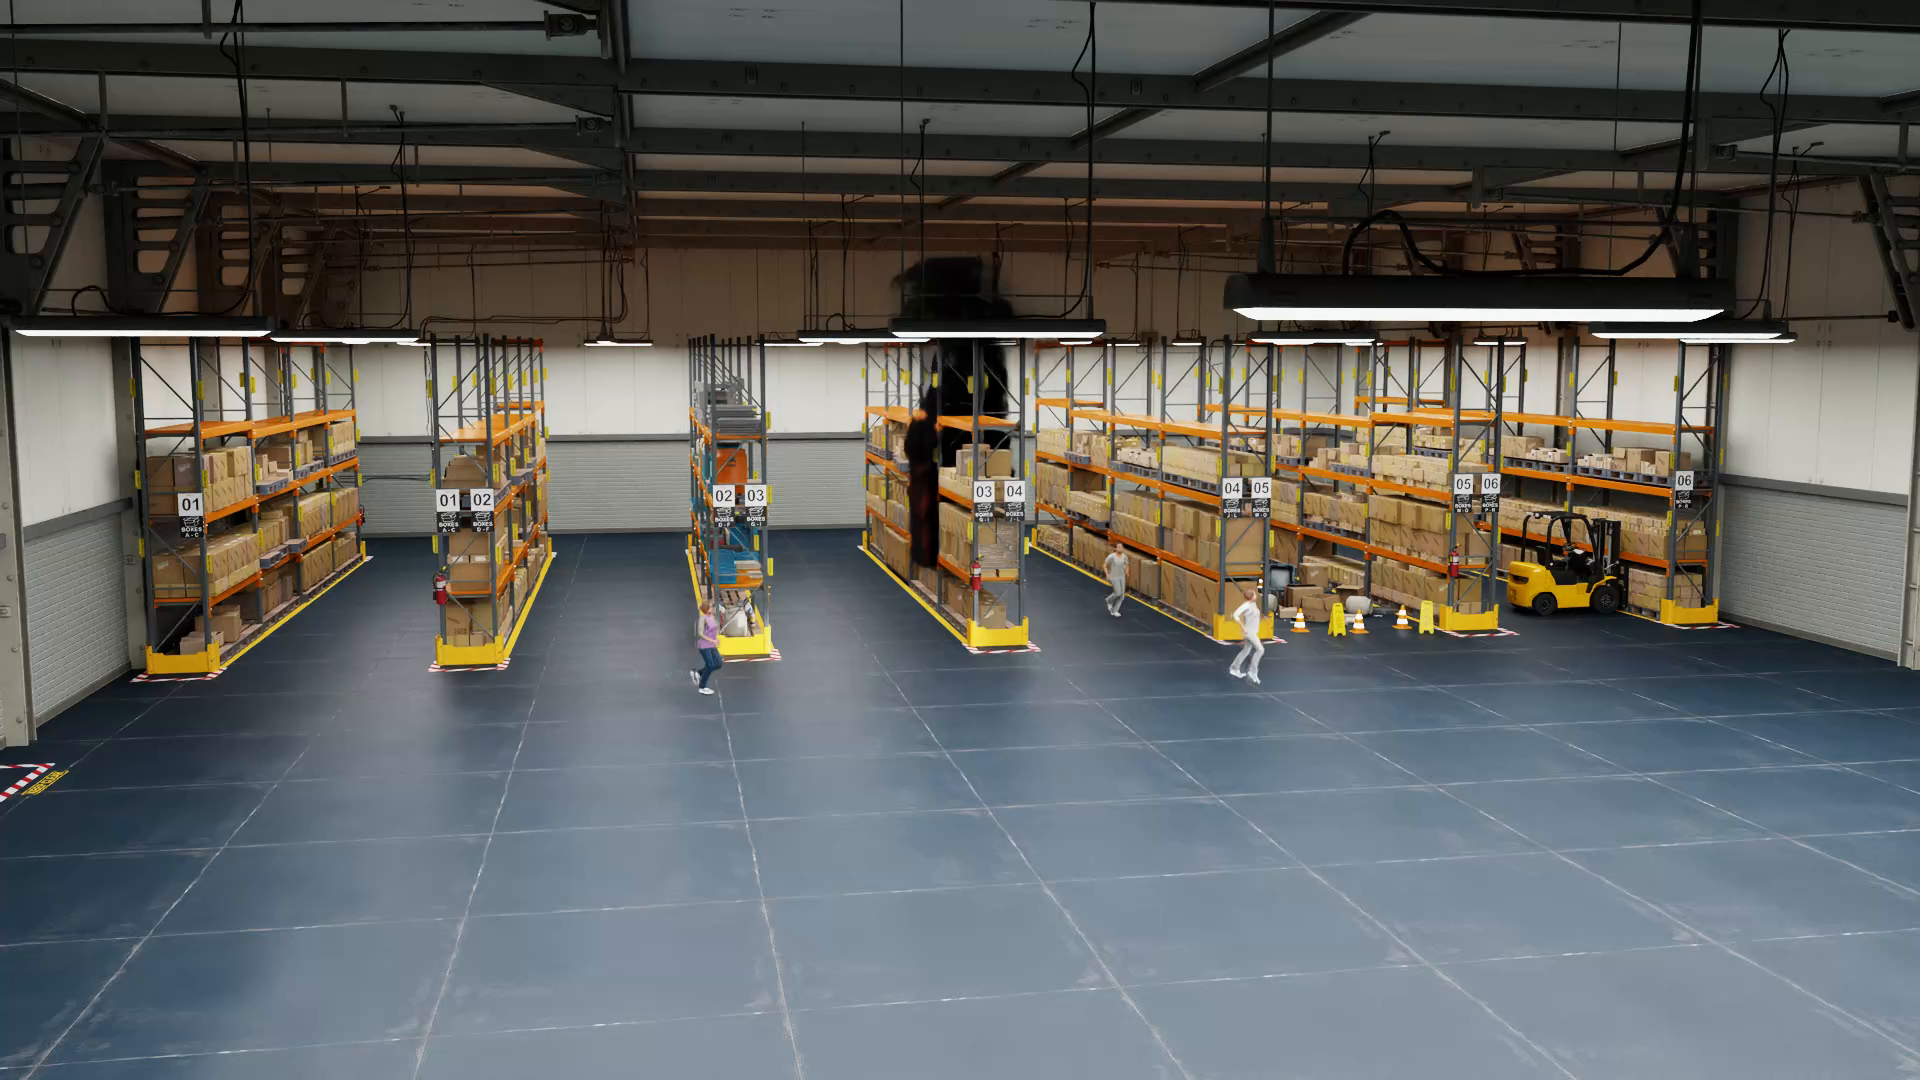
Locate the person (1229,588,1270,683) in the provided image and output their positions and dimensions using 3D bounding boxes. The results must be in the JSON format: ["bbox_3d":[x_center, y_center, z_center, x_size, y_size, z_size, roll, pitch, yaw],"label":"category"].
[{"bbox_3d":[5.001,1.646,28.708,0.703,1.639,0.503,2,7,19],"label":"person"}]

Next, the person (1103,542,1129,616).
[{"bbox_3d":[3.386,0.839,35.661,0.550,1.620,0.593,-3,7,-23],"label":"person"}]

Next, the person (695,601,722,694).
[{"bbox_3d":[-4.190,1.781,27.705,0.567,1.557,0.584,2,7,19],"label":"person"}]
